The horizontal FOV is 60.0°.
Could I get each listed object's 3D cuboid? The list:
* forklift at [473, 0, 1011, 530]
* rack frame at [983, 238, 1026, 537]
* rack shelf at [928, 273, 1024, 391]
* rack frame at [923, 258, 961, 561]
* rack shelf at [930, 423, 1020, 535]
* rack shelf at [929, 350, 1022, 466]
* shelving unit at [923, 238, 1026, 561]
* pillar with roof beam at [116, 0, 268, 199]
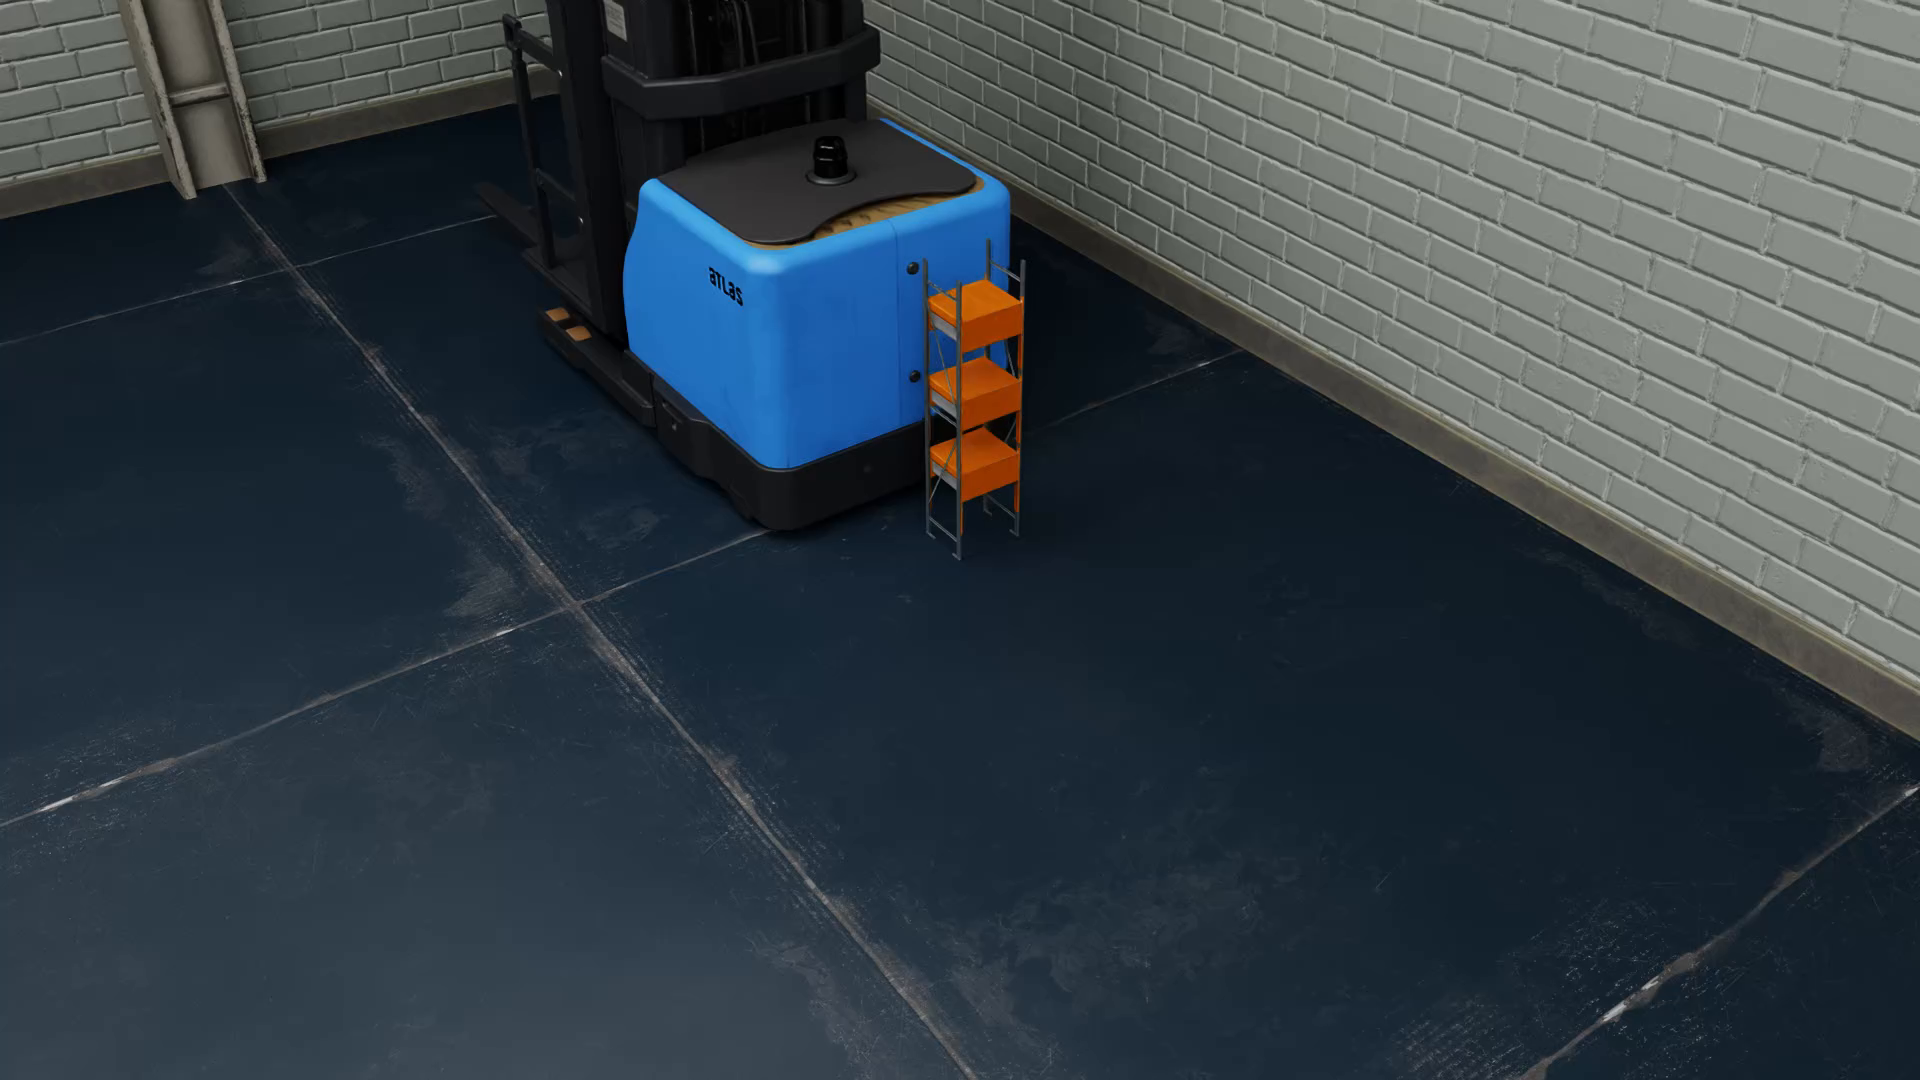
[{"bbox_3d":[-1.082,-2.035,6.070,1.130,2.935,3.031,-23,42,-28],"label":"forklift"},{"bbox_3d":[0.143,-0.485,5.526,0.008,1.050,0.200,-22,41,-28],"label":"rack frame"},{"bbox_3d":[0.044,-0.666,5.309,0.240,0.259,0.215,-22,41,-28],"label":"rack shelf"},{"bbox_3d":[-0.056,-0.403,5.411,0.008,1.050,0.200,-22,41,-28],"label":"rack frame"},{"bbox_3d":[0.044,-0.210,5.637,0.240,0.259,0.215,-22,41,-28],"label":"rack shelf"},{"bbox_3d":[0.044,-0.436,5.475,0.240,0.259,0.215,-22,41,-28],"label":"rack shelf"},{"bbox_3d":[0.044,-0.444,5.468,0.252,1.050,0.215,-22,41,-28],"label":"shelving unit"},{"bbox_3d":[-1.190,-3.384,2.748,0.400,9.000,9.100,-22,41,-28],"label":"pillar with roof beam"}]
